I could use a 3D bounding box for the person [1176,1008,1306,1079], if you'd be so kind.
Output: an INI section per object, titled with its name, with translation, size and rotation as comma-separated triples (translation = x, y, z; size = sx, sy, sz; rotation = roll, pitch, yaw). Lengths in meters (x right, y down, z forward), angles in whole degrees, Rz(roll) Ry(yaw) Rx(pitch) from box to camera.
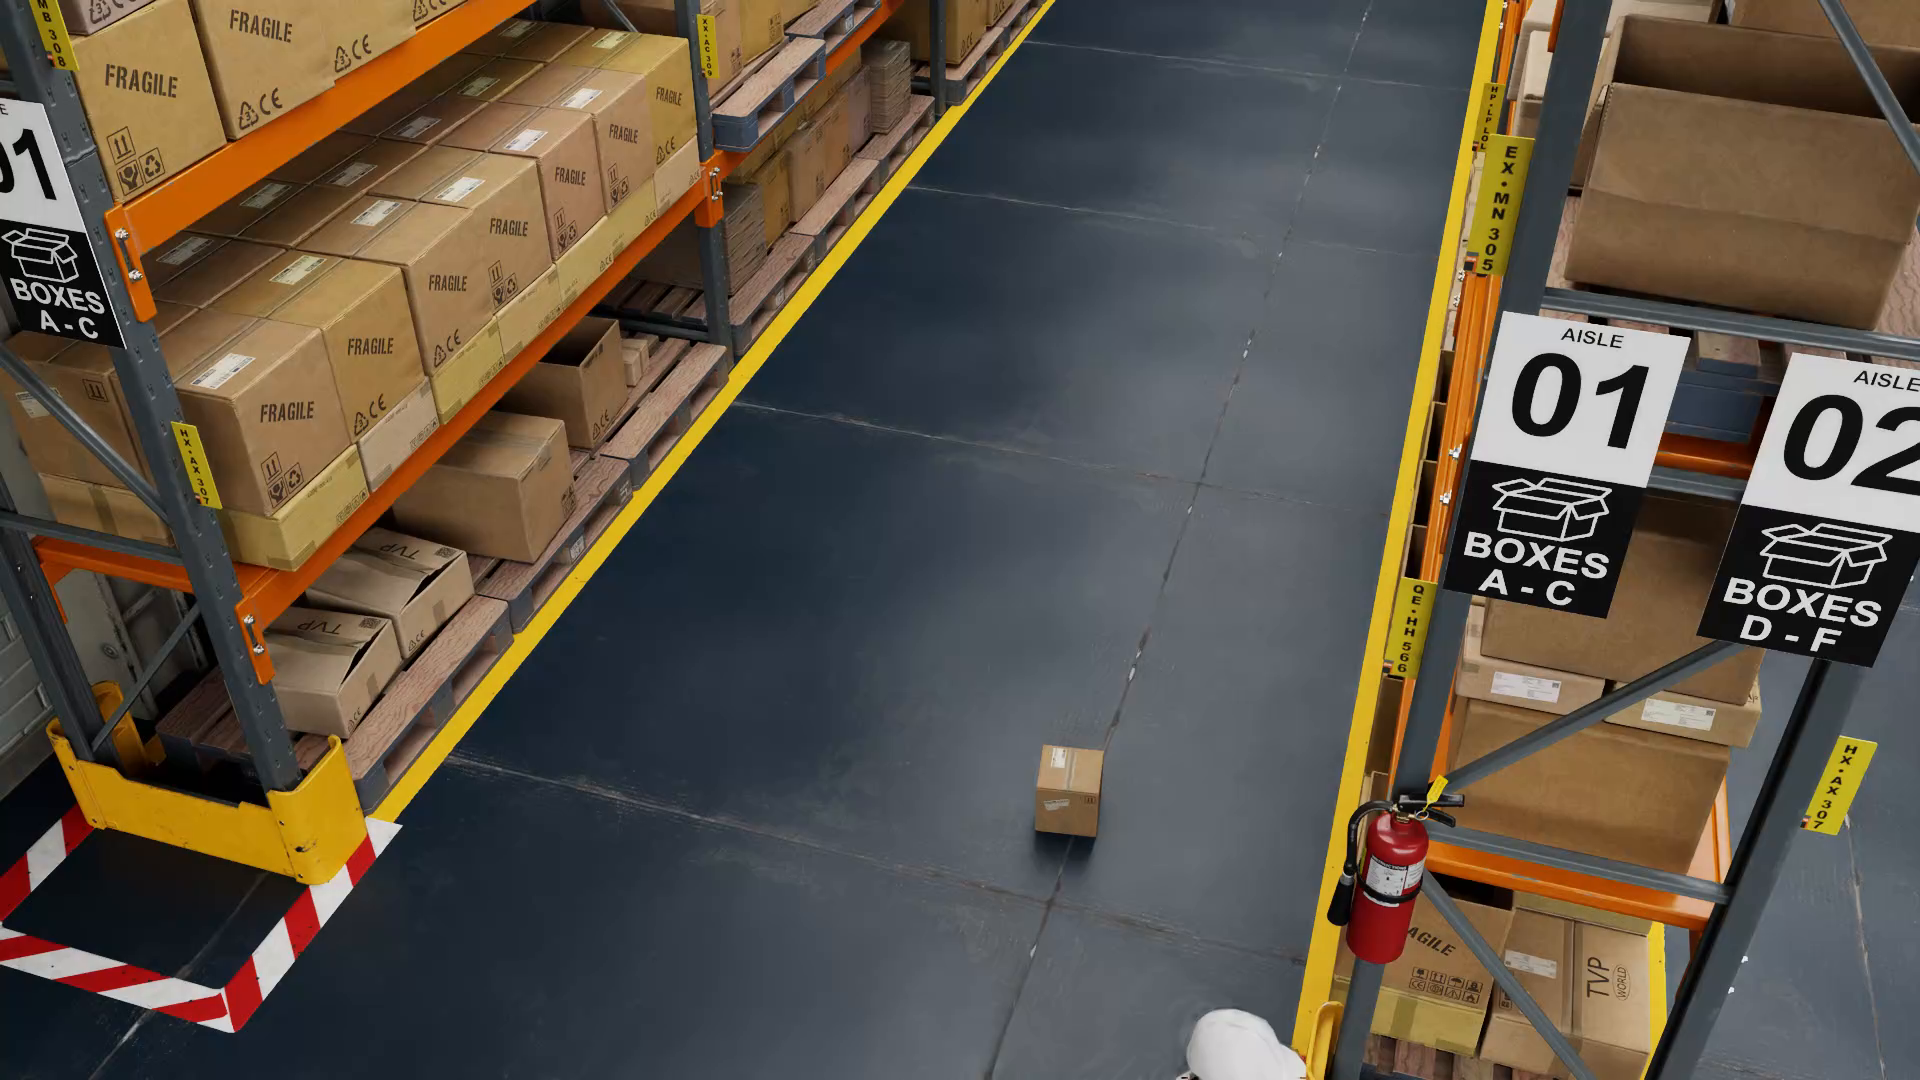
[person]
translation = 0.627, 1.902, 4.287
size = 0.635, 1.775, 0.438
rotation = -30, 46, -34
